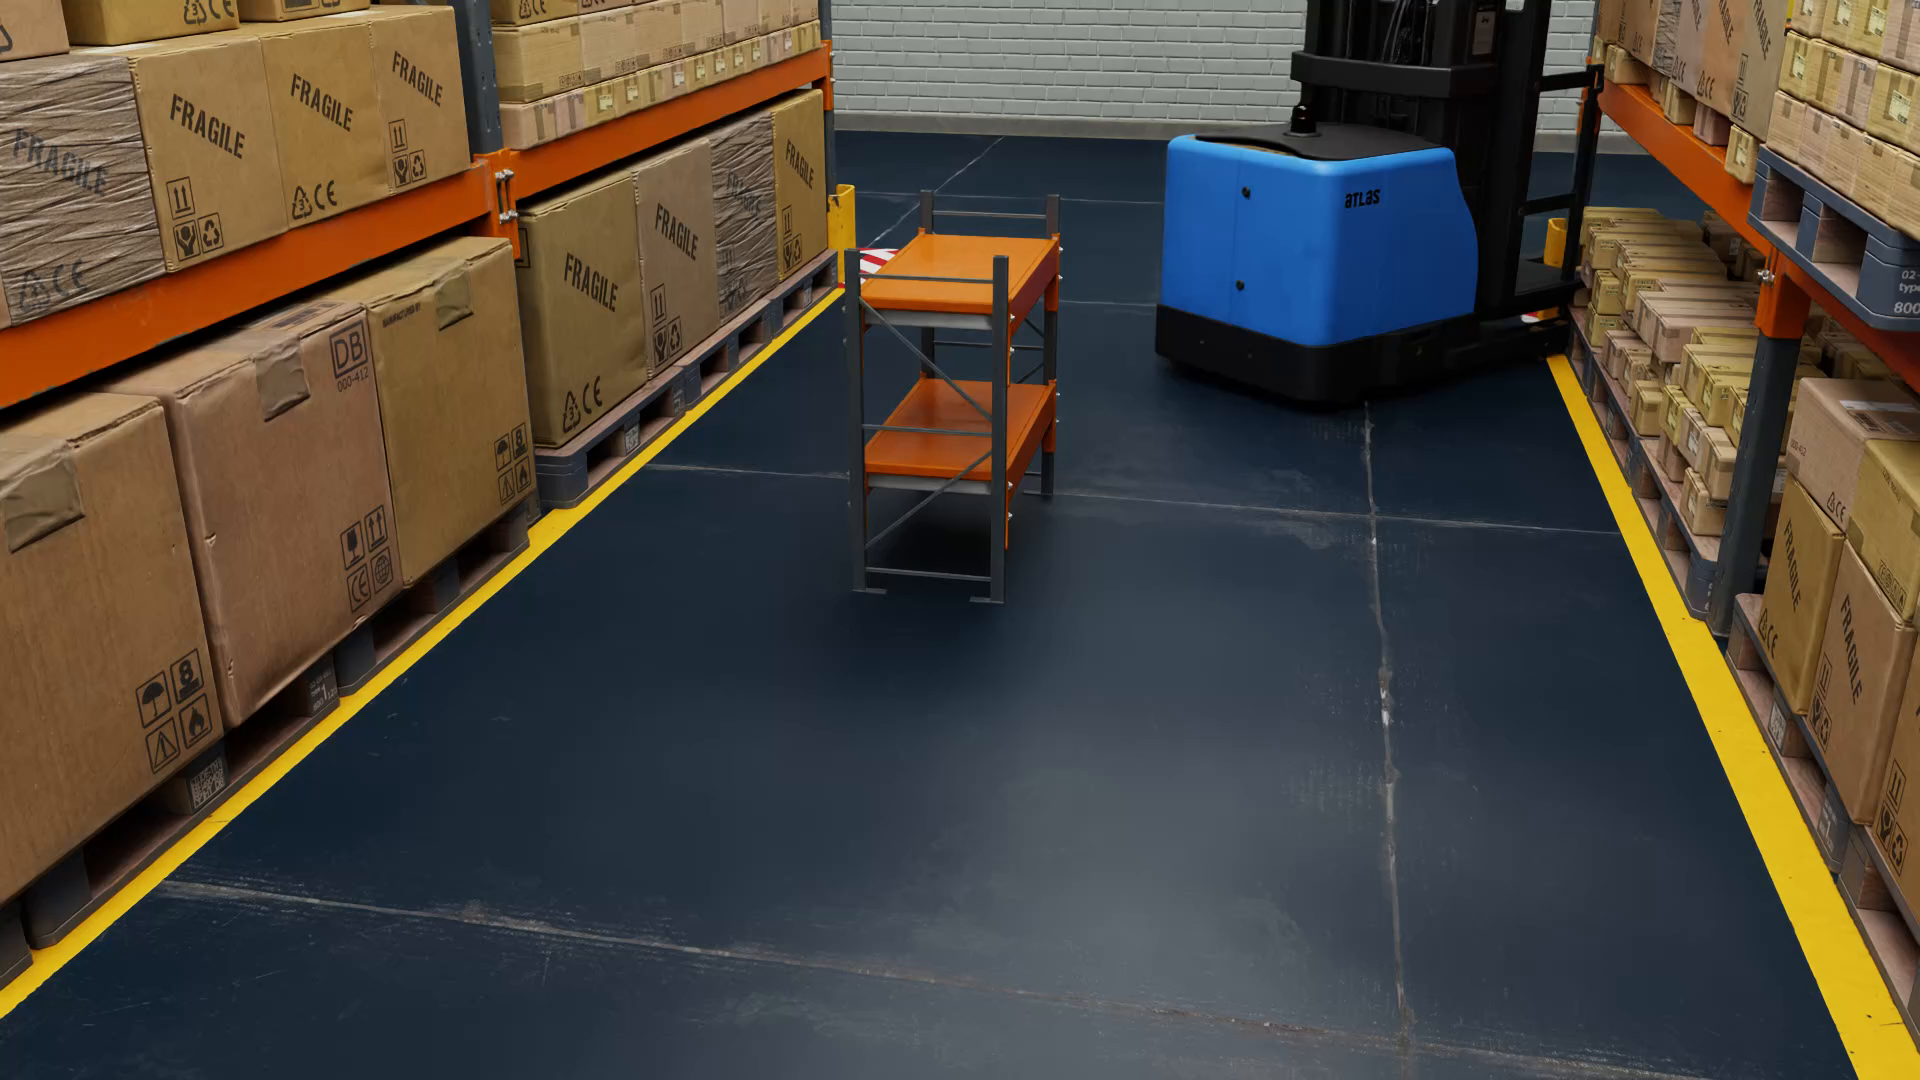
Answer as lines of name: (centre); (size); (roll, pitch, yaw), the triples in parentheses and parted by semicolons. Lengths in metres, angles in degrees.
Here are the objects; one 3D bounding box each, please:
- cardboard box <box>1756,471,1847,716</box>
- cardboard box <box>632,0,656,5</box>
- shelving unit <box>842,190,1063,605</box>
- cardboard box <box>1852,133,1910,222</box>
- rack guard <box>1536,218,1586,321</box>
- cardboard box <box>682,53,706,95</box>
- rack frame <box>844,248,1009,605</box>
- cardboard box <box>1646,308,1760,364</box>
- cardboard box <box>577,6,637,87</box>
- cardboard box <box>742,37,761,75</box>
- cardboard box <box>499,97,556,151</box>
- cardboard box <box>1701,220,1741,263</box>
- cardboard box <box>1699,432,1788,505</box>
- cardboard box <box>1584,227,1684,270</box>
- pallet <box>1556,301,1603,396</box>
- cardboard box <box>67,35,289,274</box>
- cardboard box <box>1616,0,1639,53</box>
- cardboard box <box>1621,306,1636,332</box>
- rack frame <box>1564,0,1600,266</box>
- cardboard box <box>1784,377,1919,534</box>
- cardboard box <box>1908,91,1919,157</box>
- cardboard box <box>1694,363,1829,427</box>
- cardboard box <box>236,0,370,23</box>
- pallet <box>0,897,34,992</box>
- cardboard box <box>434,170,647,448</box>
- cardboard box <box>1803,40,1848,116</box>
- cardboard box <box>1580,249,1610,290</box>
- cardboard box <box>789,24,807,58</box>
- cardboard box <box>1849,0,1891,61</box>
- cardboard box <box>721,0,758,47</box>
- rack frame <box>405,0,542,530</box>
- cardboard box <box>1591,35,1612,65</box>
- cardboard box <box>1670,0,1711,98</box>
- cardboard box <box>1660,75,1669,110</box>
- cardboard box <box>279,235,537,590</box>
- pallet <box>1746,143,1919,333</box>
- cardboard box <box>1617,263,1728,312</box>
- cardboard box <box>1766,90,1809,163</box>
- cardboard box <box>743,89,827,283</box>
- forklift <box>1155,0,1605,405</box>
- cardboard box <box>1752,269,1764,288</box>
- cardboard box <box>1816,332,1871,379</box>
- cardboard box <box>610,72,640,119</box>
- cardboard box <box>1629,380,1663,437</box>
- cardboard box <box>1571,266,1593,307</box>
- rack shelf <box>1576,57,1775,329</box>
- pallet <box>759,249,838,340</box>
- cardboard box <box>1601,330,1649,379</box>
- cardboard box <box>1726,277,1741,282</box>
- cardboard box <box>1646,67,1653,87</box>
cardboard box: (2.401, 0.143, 4.266); (0.500, 0.500, 0.500); (5, 23, 13)
cardboard box: (-1.466, -2.428, 6.667); (0.500, 0.500, 0.500); (4, 22, 9)
shelving unit: (0.001, -0.524, 5.650); (0.538, 1.125, 1.048); (4, 22, 11)
cardboard box: (2.123, -0.756, 3.489); (0.380, 0.149, 0.250); (5, 22, 11)
rack guard: (3.612, -1.347, 8.529); (1.175, 0.500, 0.348); (4, 22, 11)
cardboard box: (-1.321, -2.023, 7.197); (0.380, 0.149, 0.250); (4, 22, 9)
rack frame: (-0.102, -0.338, 5.188); (0.500, 1.125, 0.032); (4, 22, 11)
cardboard box: (2.780, -0.753, 6.165); (0.380, 0.149, 0.250); (3, 22, 8)
cardboard box: (-1.565, -1.888, 6.329); (0.500, 0.250, 0.500); (4, 22, 11)
cardboard box: (-1.165, -2.304, 7.895); (0.380, 0.149, 0.250); (4, 22, 10)
cardboard box: (-1.638, -1.453, 5.782); (0.380, 0.149, 0.250); (5, 22, 11)
cardboard box: (3.660, -1.382, 7.728); (0.380, 0.149, 0.250); (5, 22, 12)
cardboard box: (2.564, -0.221, 5.243); (0.380, 0.149, 0.250); (5, 22, 12)
cardboard box: (3.073, -1.324, 7.585); (0.380, 0.149, 0.250); (4, 22, 11)
pallet: (3.411, -0.919, 7.852); (1.003, 0.211, 1.213); (4, 22, 11)
cardboard box: (-2.059, -0.969, 4.110); (0.500, 0.500, 0.500); (4, 22, 10)
cardboard box: (3.181, -2.378, 7.210); (0.500, 0.500, 0.500); (5, 22, 11)
cardboard box: (3.075, -0.991, 7.154); (0.380, 0.149, 0.250); (3, 22, 8)
rack frame: (3.627, -2.534, 8.131); (1.000, 3.000, 0.127); (4, 22, 11)
cardboard box: (2.402, -0.204, 4.126); (0.500, 0.250, 0.500); (3, 22, 9)
cardboard box: (2.072, -0.795, 3.189); (0.380, 0.149, 0.250); (5, 23, 13)
cardboard box: (2.642, -0.466, 5.453); (0.380, 0.149, 0.250); (5, 22, 12)
cardboard box: (-2.146, -1.764, 4.741); (0.797, 0.503, 0.637); (4, 22, 10)
pallet: (-2.605, 0.987, 3.119); (1.003, 0.211, 1.213); (4, 22, 11)
cardboard box: (-1.811, -0.931, 6.432); (0.875, 0.875, 0.875); (4, 22, 11)
cardboard box: (2.230, -1.084, 3.905); (0.380, 0.149, 0.250); (4, 22, 10)
cardboard box: (3.158, -1.277, 7.864); (0.380, 0.149, 0.250); (4, 22, 11)
cardboard box: (-1.009, -2.582, 8.586); (0.380, 0.149, 0.250); (5, 22, 11)
cardboard box: (2.175, -1.121, 3.599); (0.380, 0.149, 0.250); (5, 22, 11)
cardboard box: (-1.254, -2.449, 7.721); (0.500, 0.250, 0.500); (4, 22, 9)
rack frame: (-2.024, -1.486, 5.529); (1.000, 3.000, 0.127); (4, 22, 11)
cardboard box: (3.240, -2.324, 7.946); (0.380, 0.149, 0.250); (4, 22, 10)
cardboard box: (2.843, -1.826, 5.840); (0.500, 0.500, 0.500); (4, 22, 11)
cardboard box: (2.972, -1.750, 6.519); (0.380, 0.149, 0.250); (5, 23, 13)
cardboard box: (-2.135, -0.460, 5.263); (1.225, 0.875, 0.875); (5, 22, 11)
pallet: (2.513, -0.714, 3.868); (1.003, 0.211, 1.213); (4, 22, 11)
cardboard box: (2.939, -1.034, 6.863); (0.380, 0.149, 0.250); (5, 22, 12)
cardboard box: (2.281, -1.041, 4.196); (0.380, 0.149, 0.250); (3, 22, 8)
cardboard box: (-1.260, -1.918, 8.884); (0.875, 0.875, 0.875); (4, 22, 11)
forklift: (2.413, -2.365, 7.802); (3.031, 2.935, 1.130); (-15, 27, -33)
cardboard box: (3.454, -0.997, 6.773); (0.380, 0.149, 0.250); (4, 22, 9)
cardboard box: (3.233, -0.619, 5.834); (0.380, 0.149, 0.250); (4, 22, 10)
cardboard box: (-1.479, -1.741, 6.499); (0.380, 0.149, 0.250); (4, 22, 9)
cardboard box: (2.769, -0.492, 6.313); (0.380, 0.149, 0.250); (4, 22, 11)
cardboard box: (3.207, -1.239, 8.170); (0.380, 0.149, 0.250); (5, 22, 12)
rack shelf: (3.219, -1.469, 6.449); (1.077, 0.370, 4.000); (4, 22, 11)
pallet: (-1.294, -1.357, 8.941); (1.003, 0.211, 1.213); (4, 22, 11)
cardboard box: (2.936, -0.776, 7.019); (0.380, 0.149, 0.250); (3, 22, 8)
cardboard box: (3.539, -1.049, 7.299); (0.380, 0.149, 0.250); (4, 22, 10)
cardboard box: (3.203, -2.028, 7.211); (0.380, 0.149, 0.250); (6, 23, 13)
